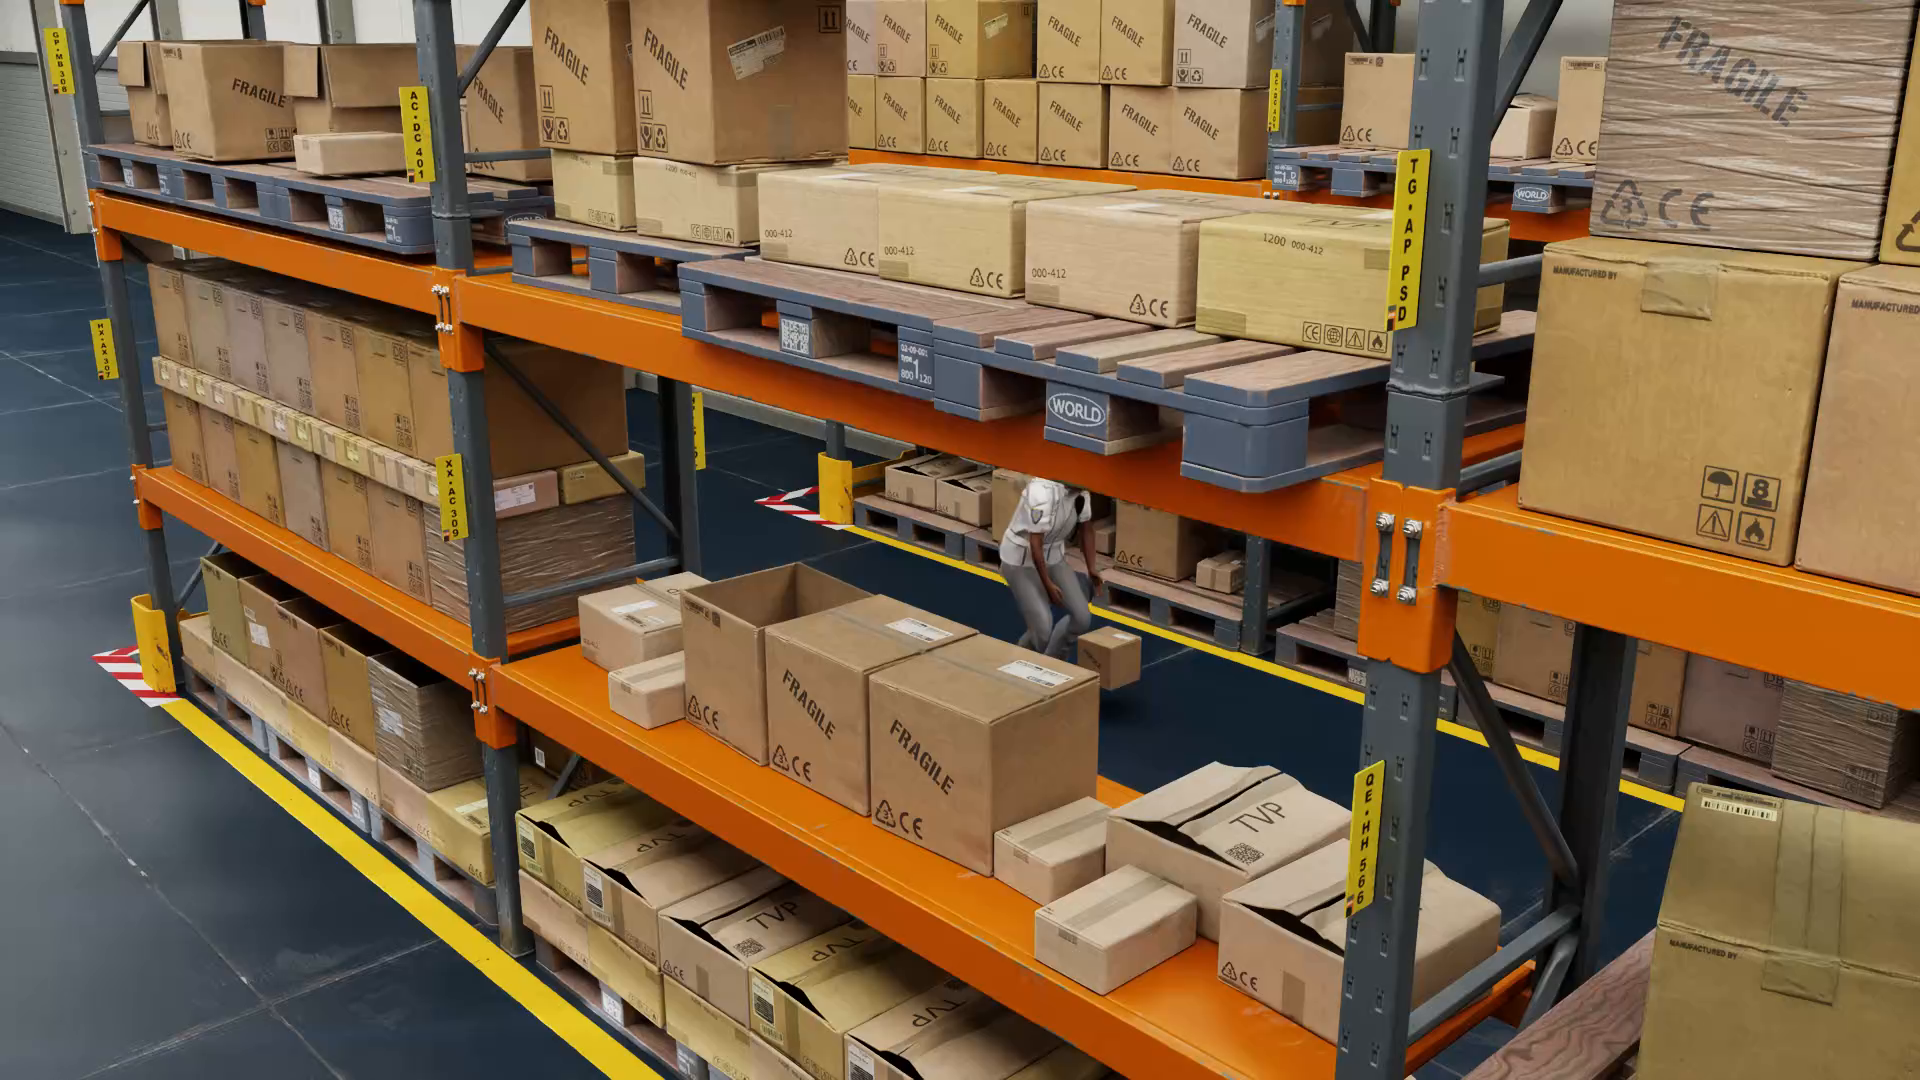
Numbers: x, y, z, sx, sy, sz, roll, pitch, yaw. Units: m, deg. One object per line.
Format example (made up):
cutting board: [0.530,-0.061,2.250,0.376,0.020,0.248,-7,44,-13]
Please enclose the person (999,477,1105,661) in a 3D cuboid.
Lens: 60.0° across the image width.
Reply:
person: [0.541,0.156,9.367,0.490,1.487,0.628,-15,23,-40]
